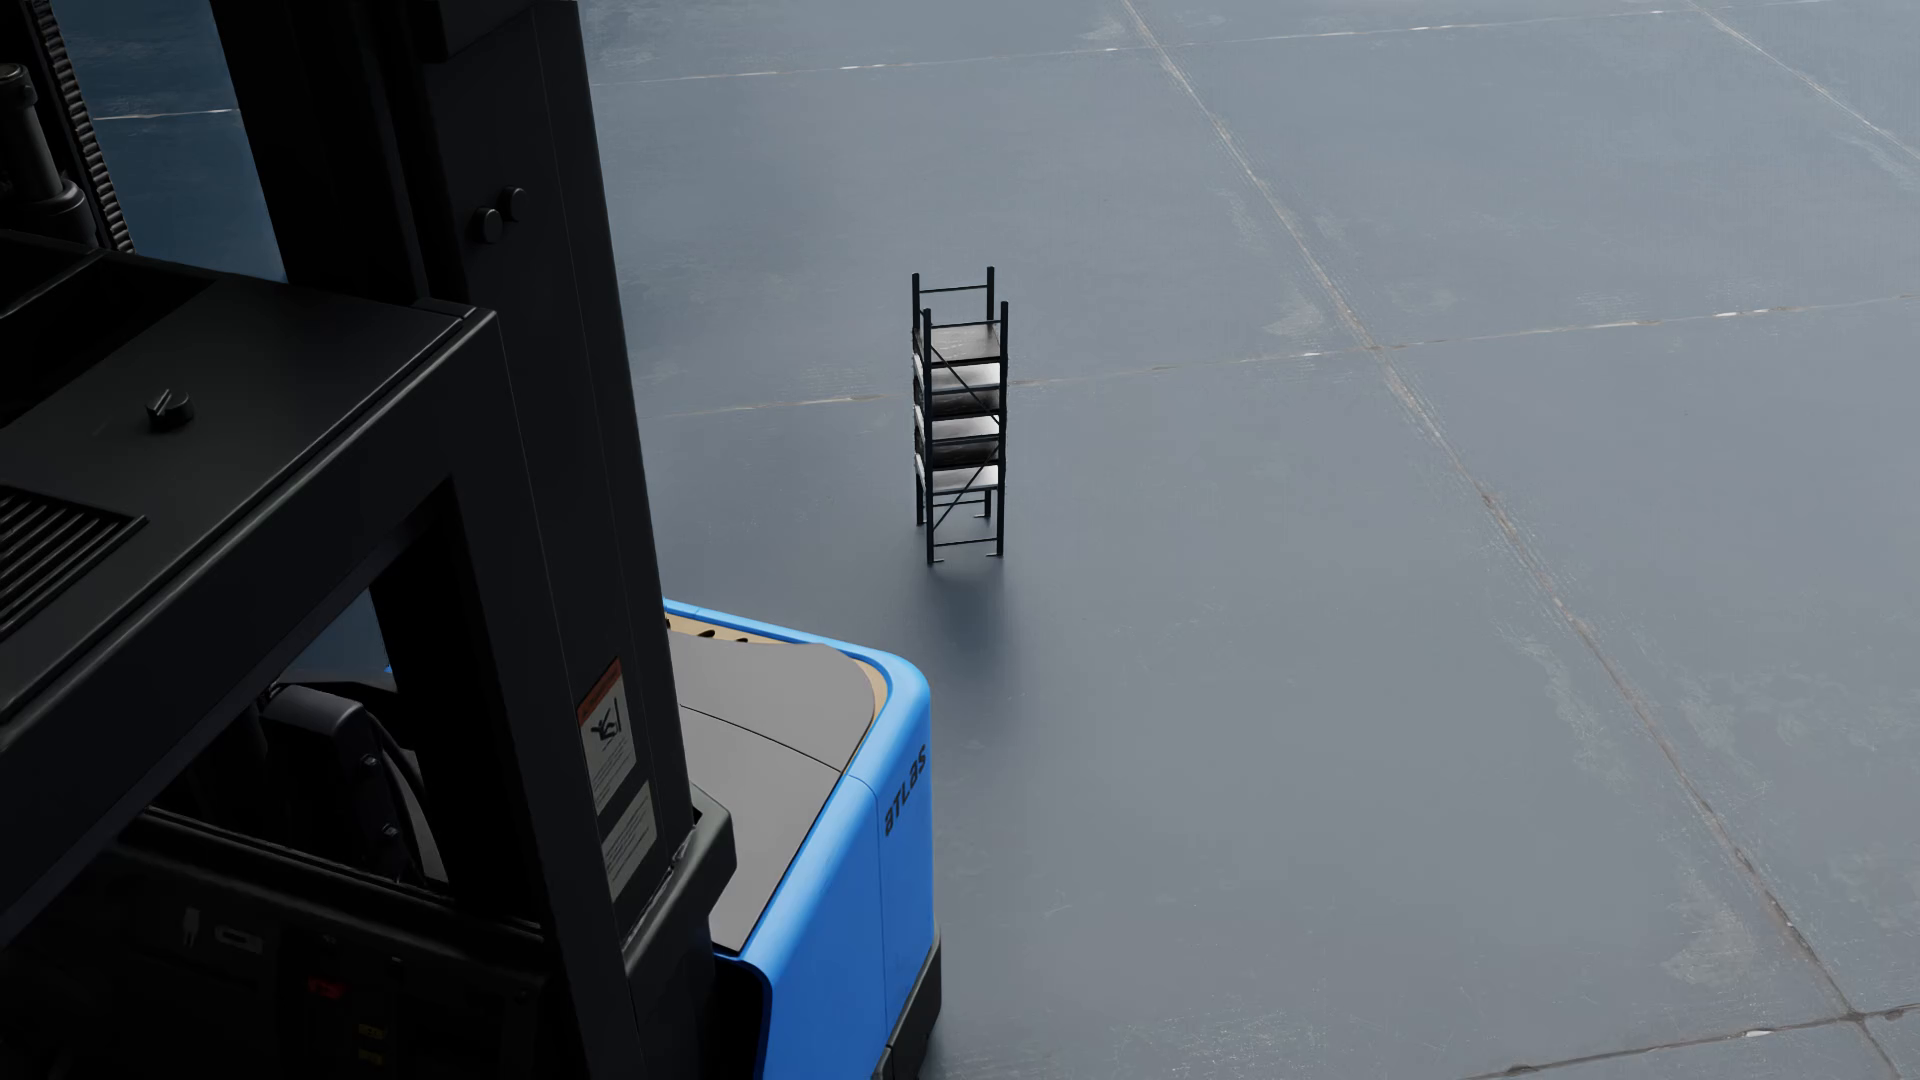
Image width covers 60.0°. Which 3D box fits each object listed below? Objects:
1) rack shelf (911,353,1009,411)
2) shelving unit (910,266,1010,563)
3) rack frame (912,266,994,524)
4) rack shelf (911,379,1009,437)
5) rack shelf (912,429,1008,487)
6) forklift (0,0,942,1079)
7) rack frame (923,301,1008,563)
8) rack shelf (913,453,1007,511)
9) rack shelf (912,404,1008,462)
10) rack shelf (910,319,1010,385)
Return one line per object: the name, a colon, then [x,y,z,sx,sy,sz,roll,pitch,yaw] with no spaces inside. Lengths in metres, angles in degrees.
rack shelf: [-0.001,-0.476,4.890,0.258,0.077,0.200,-6,38,-8]
shelving unit: [-0.001,-0.360,4.980,0.258,0.900,0.210,-6,38,-8]
rack frame: [-0.019,-0.422,5.059,0.240,0.900,0.006,-6,38,-8]
rack shelf: [-0.001,-0.405,4.945,0.258,0.077,0.200,-6,38,-8]
rack shelf: [-0.001,-0.263,5.056,0.258,0.077,0.200,-6,38,-8]
forklift: [-1.016,0.675,1.992,1.130,2.935,3.031,12,40,15]
rack frame: [0.016,-0.299,4.901,0.240,0.900,0.006,-6,38,-8]
rack shelf: [-0.001,-0.192,5.111,0.258,0.077,0.200,-6,38,-8]
rack shelf: [-0.001,-0.334,5.001,0.258,0.077,0.200,-6,38,-8]
rack shelf: [-0.001,-0.547,4.835,0.258,0.077,0.200,-6,38,-8]
